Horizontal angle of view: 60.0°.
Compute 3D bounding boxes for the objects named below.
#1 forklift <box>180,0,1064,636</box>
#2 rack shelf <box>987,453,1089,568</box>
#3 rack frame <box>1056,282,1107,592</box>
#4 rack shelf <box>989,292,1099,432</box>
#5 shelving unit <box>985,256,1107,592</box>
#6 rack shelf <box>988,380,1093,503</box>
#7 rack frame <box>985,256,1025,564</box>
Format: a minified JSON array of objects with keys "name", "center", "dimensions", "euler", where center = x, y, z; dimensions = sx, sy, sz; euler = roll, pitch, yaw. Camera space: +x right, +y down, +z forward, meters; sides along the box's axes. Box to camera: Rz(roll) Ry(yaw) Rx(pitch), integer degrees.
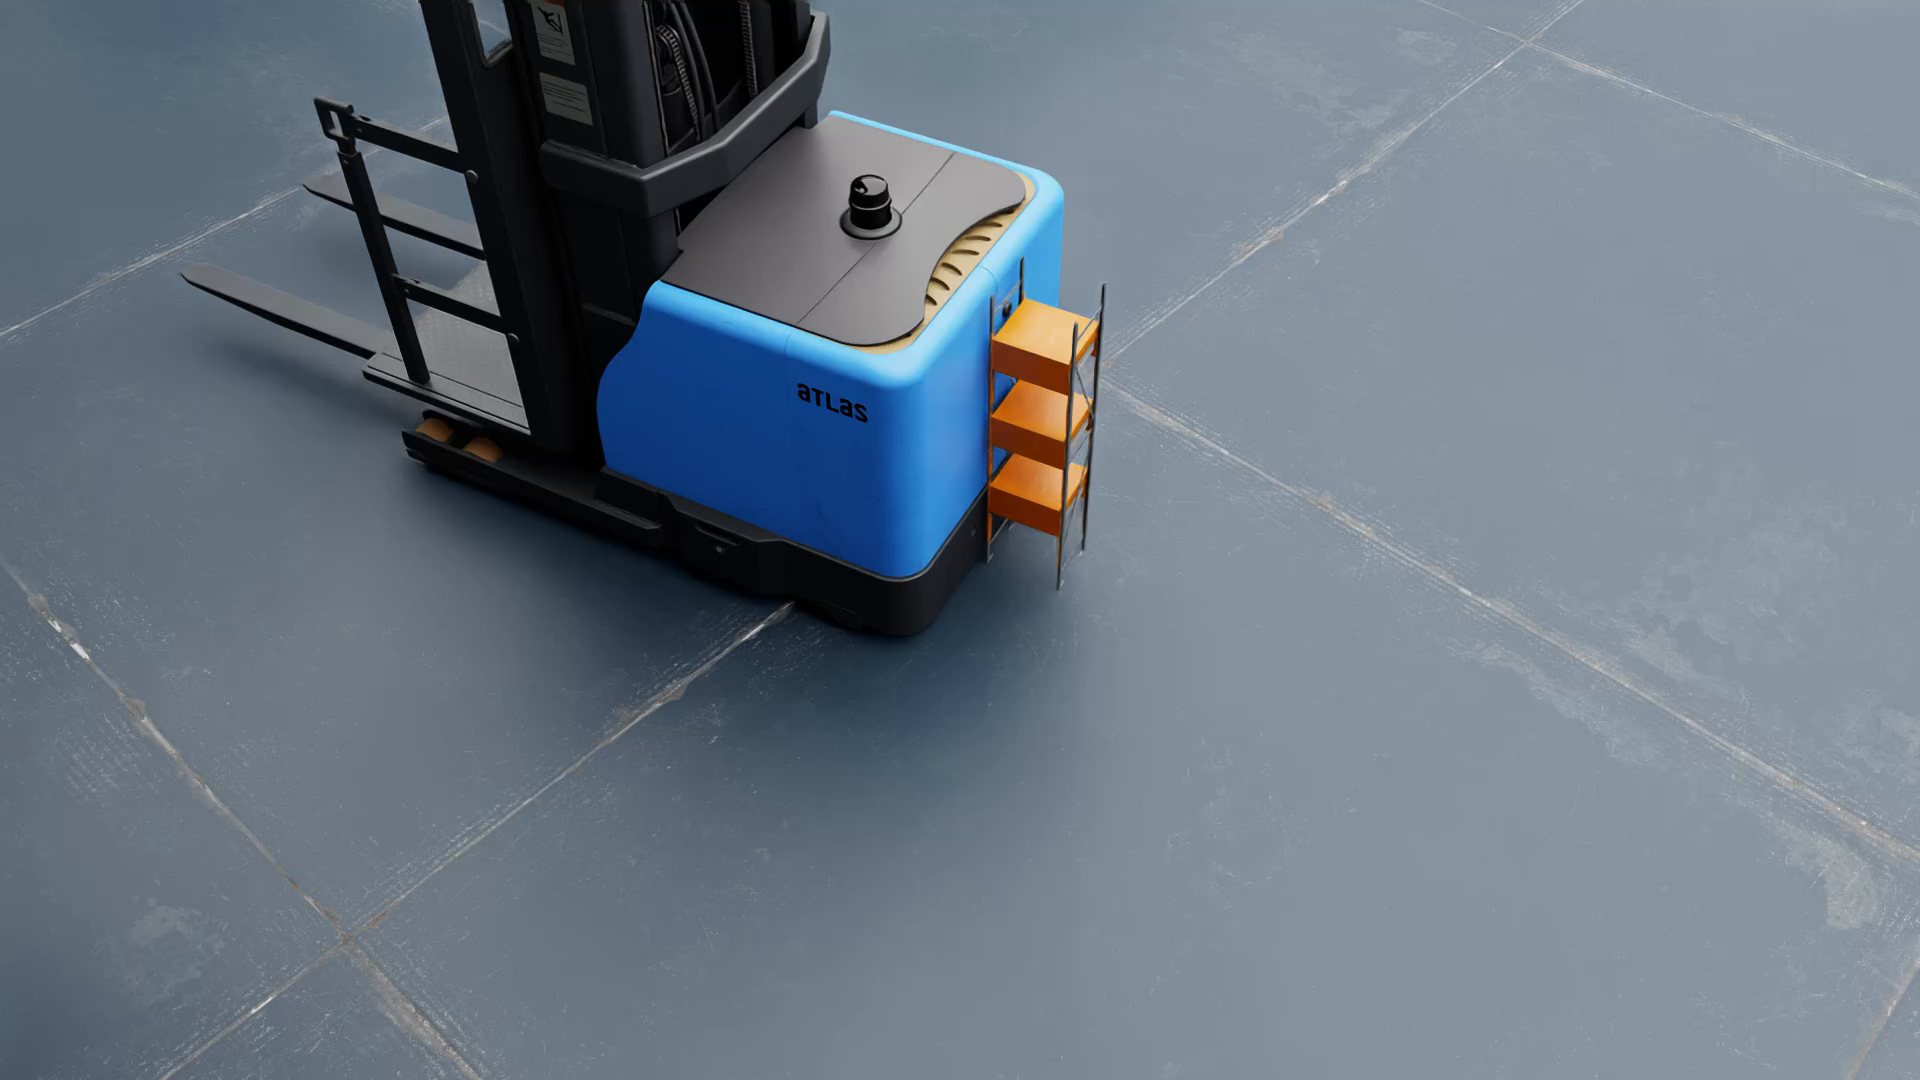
[{"name":"forklift","center":[-1.235,-1.493,4.641],"dimensions":[3.031,2.935,1.130],"euler":[21,50,18]},{"name":"rack shelf","center":[0.237,-0.111,5.029],"dimensions":[0.240,0.259,0.215],"euler":[21,50,18]},{"name":"rack frame","center":[0.345,-0.267,4.781],"dimensions":[0.008,1.050,0.200],"euler":[21,50,18]},{"name":"rack shelf","center":[0.237,-0.495,4.620],"dimensions":[0.240,0.259,0.215],"euler":[21,50,18]},{"name":"shelving unit","center":[0.237,-0.308,4.819],"dimensions":[0.252,1.050,0.215],"euler":[21,50,18]},{"name":"rack shelf","center":[0.237,-0.301,4.827],"dimensions":[0.240,0.259,0.215],"euler":[21,50,18]},{"name":"rack frame","center":[0.128,-0.349,4.858],"dimensions":[0.008,1.050,0.200],"euler":[21,50,18]}]
